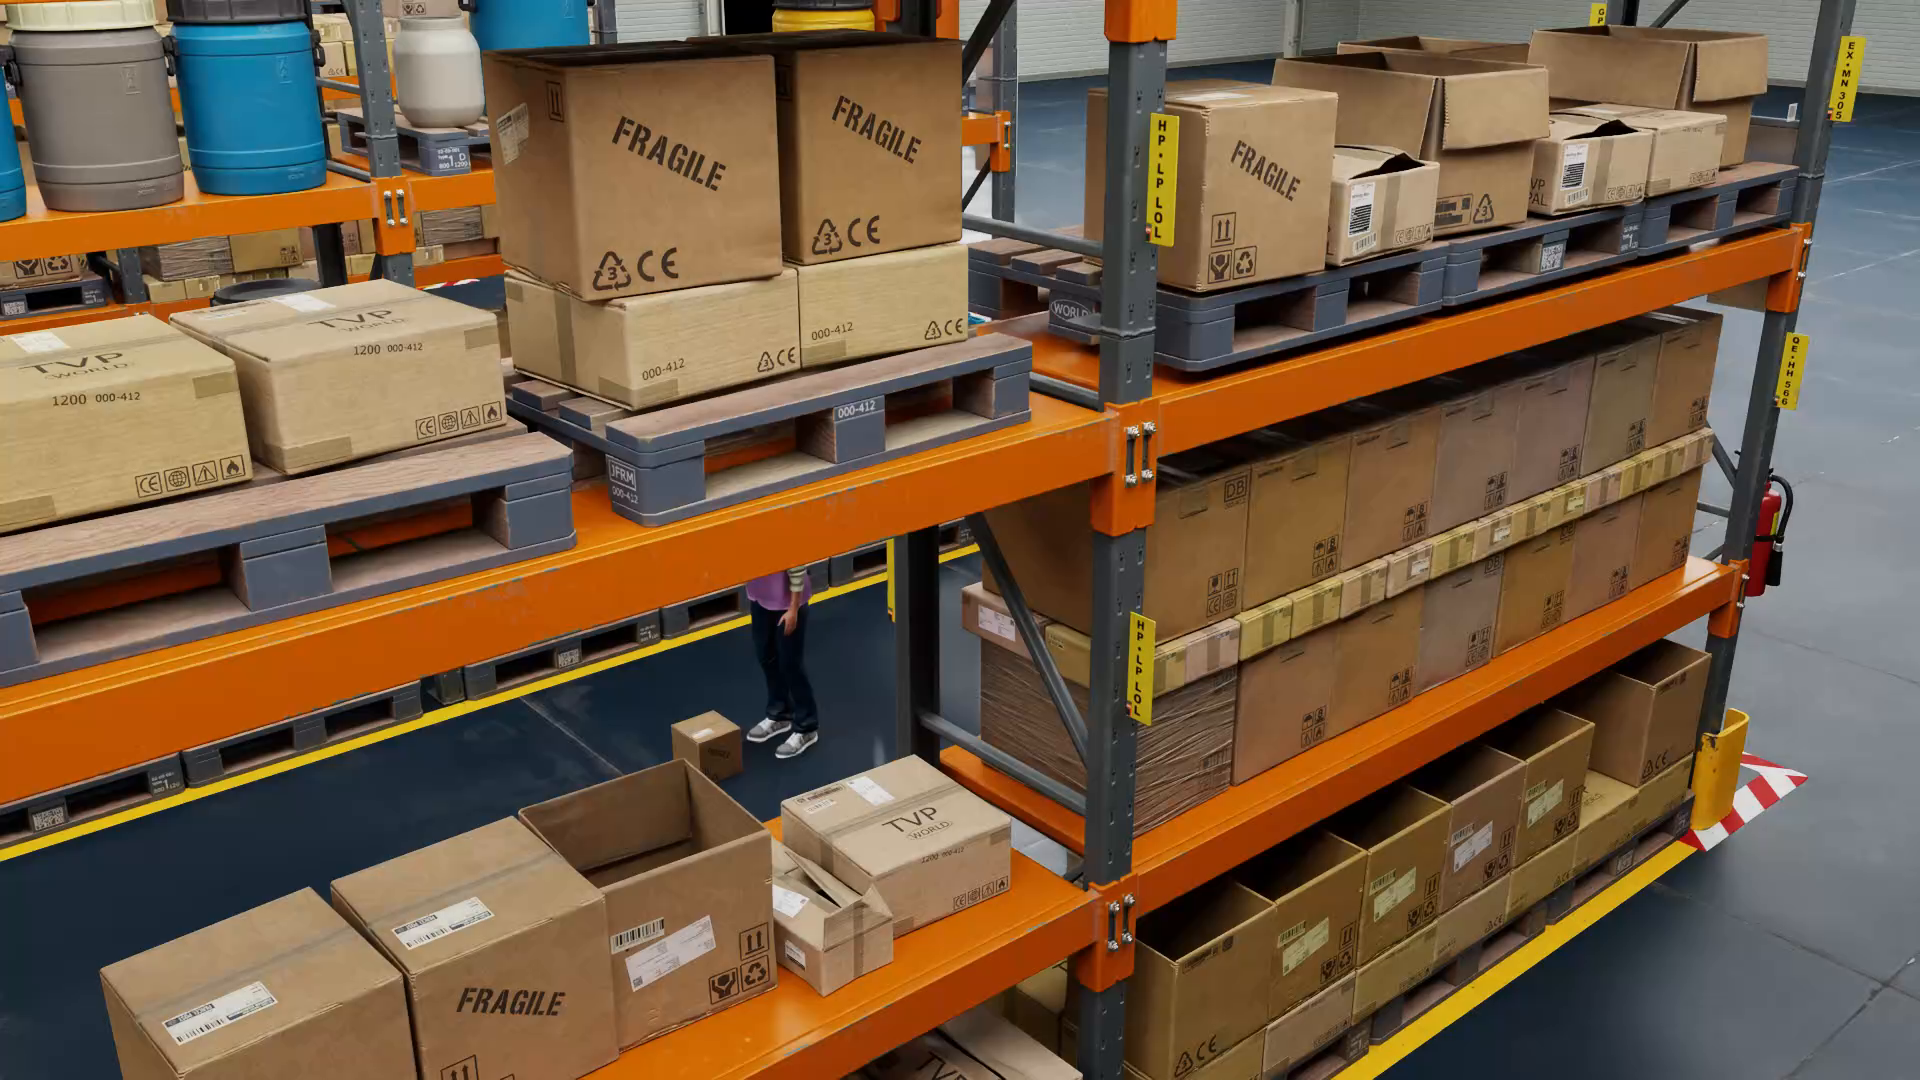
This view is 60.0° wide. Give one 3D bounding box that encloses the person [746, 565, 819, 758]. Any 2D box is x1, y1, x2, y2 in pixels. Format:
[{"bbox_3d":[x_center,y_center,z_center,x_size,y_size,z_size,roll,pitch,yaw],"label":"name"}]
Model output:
[{"bbox_3d":[-0.899,0.311,8.316,0.313,1.613,0.409,-17,27,-36],"label":"person"}]
